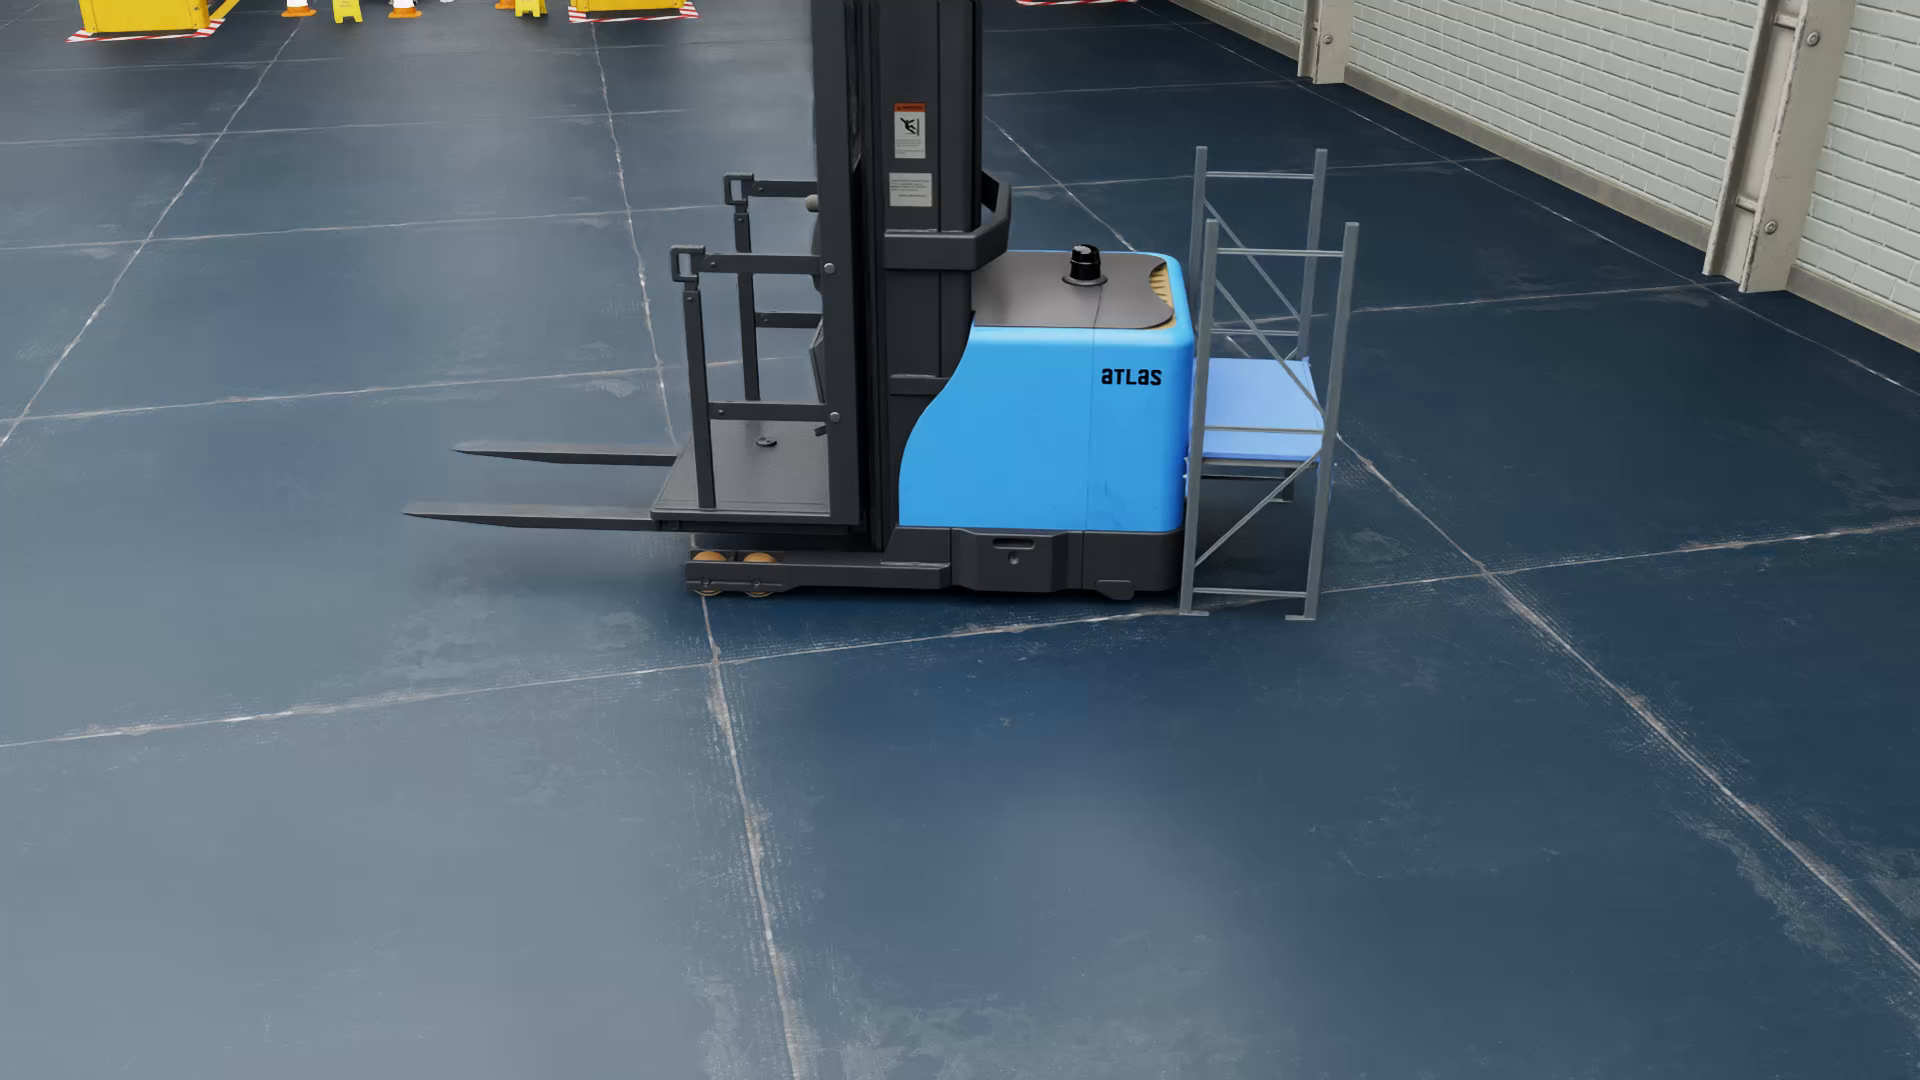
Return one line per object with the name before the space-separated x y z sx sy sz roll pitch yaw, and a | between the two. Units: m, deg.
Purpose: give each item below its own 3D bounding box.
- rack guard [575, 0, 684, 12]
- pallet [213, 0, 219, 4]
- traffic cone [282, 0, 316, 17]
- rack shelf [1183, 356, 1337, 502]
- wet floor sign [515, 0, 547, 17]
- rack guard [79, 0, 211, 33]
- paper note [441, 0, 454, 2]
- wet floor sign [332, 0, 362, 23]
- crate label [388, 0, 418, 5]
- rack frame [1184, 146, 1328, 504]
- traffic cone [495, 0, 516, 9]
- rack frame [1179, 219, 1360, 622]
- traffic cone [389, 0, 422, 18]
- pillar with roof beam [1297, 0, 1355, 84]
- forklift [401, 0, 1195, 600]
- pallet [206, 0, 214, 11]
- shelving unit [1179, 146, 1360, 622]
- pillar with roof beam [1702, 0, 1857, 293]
rack guard | -3.665 -6.144 18.368 1.175 0.500 0.348 -6 27 -12
pallet | -8.976 -6.312 19.022 1.003 0.211 1.213 -6 27 -12
traffic cone | -7.184 -5.924 17.974 0.336 0.463 0.334 -6 27 -12
rack shelf | 1.116 -0.451 6.378 0.538 0.185 1.000 2 27 5
wet floor sign | -4.647 -5.984 17.889 0.267 0.644 0.232 3 27 6
rack guard | -8.442 -5.553 17.197 1.175 0.500 0.348 -6 27 -12
paper note | -5.800 -6.114 18.830 0.148 0.019 0.142 -16 31 -29
wet floor sign | -6.512 -5.817 17.559 0.267 0.644 0.232 -11 29 -20
crate label | -6.244 -6.083 18.651 0.250 0.136 0.298 -23 35 -38
rack frame | 1.164 -0.840 6.749 0.500 1.500 0.032 2 27 5
traffic cone | -5.002 -6.152 18.425 0.336 0.463 0.334 -6 27 -12
rack frame | 1.068 -0.383 5.845 0.500 1.500 0.032 2 27 5
traffic cone | -6.006 -5.890 17.906 0.336 0.463 0.334 -6 27 -12
pillar with roof beam | -0.934 -7.737 12.091 9.100 9.000 0.400 -6 27 -12
forklift | -0.646 -1.326 6.124 3.031 2.935 1.130 2 27 3
pallet | -8.704 -5.778 17.963 1.003 0.211 1.213 -6 27 -12
shelving unit | 1.116 -0.611 6.297 0.538 1.500 1.048 2 27 5
pillar with roof beam | 0.419 -5.103 6.873 9.100 9.000 0.400 -6 27 -12
